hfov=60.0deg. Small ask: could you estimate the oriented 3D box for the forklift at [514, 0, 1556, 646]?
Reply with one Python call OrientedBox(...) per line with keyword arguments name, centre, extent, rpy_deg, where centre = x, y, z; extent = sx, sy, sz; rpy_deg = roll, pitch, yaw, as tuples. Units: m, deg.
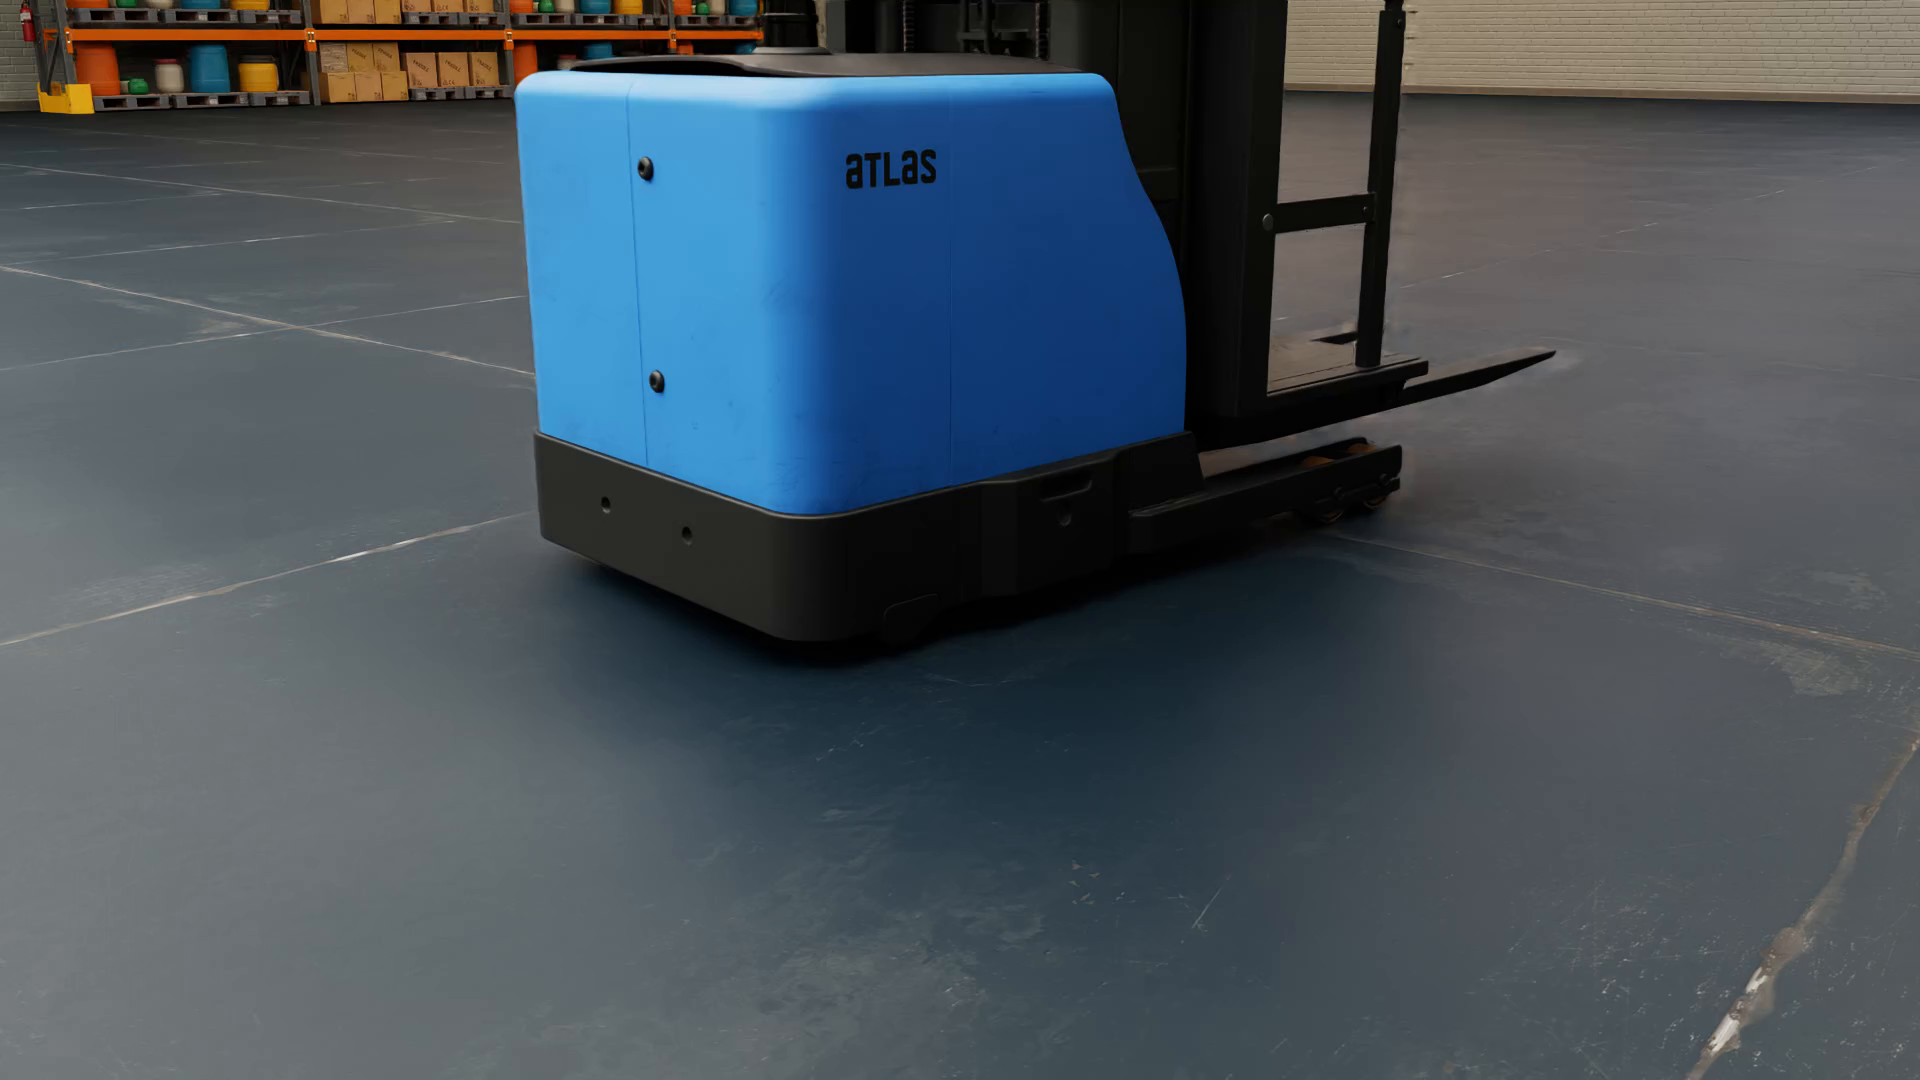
OrientedBox(name="forklift", centre=(0.480, -1.541, 3.973), extent=(3.031, 2.935, 1.130), rpy_deg=(-15, 22, -40))
